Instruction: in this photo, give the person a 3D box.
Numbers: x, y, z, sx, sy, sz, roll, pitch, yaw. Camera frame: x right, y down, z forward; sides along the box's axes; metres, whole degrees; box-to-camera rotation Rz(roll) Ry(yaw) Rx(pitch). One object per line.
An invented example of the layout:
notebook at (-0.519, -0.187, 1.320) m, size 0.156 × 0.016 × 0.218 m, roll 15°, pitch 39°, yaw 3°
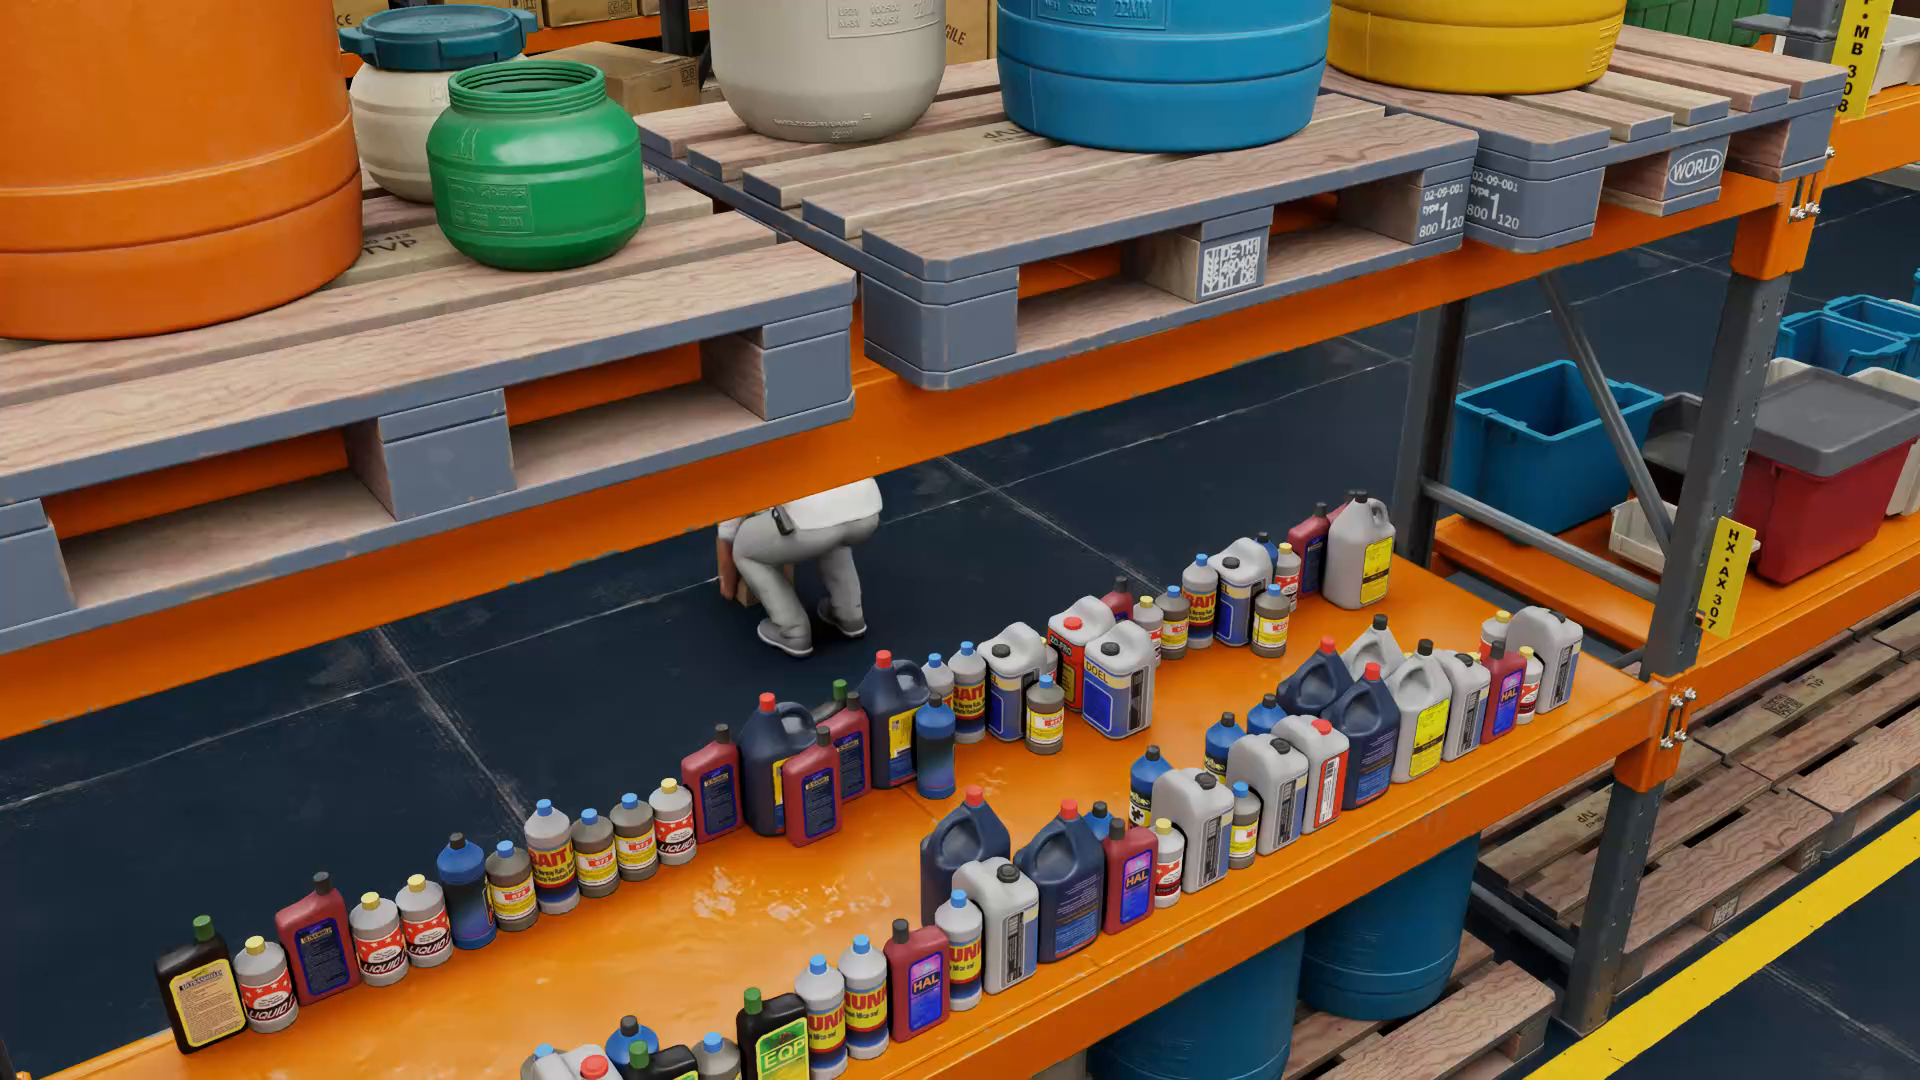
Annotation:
person at (-0.745, -0.049, 7.118) m, size 0.543 × 0.913 × 1.028 m, roll -20°, pitch 34°, yaw -33°
